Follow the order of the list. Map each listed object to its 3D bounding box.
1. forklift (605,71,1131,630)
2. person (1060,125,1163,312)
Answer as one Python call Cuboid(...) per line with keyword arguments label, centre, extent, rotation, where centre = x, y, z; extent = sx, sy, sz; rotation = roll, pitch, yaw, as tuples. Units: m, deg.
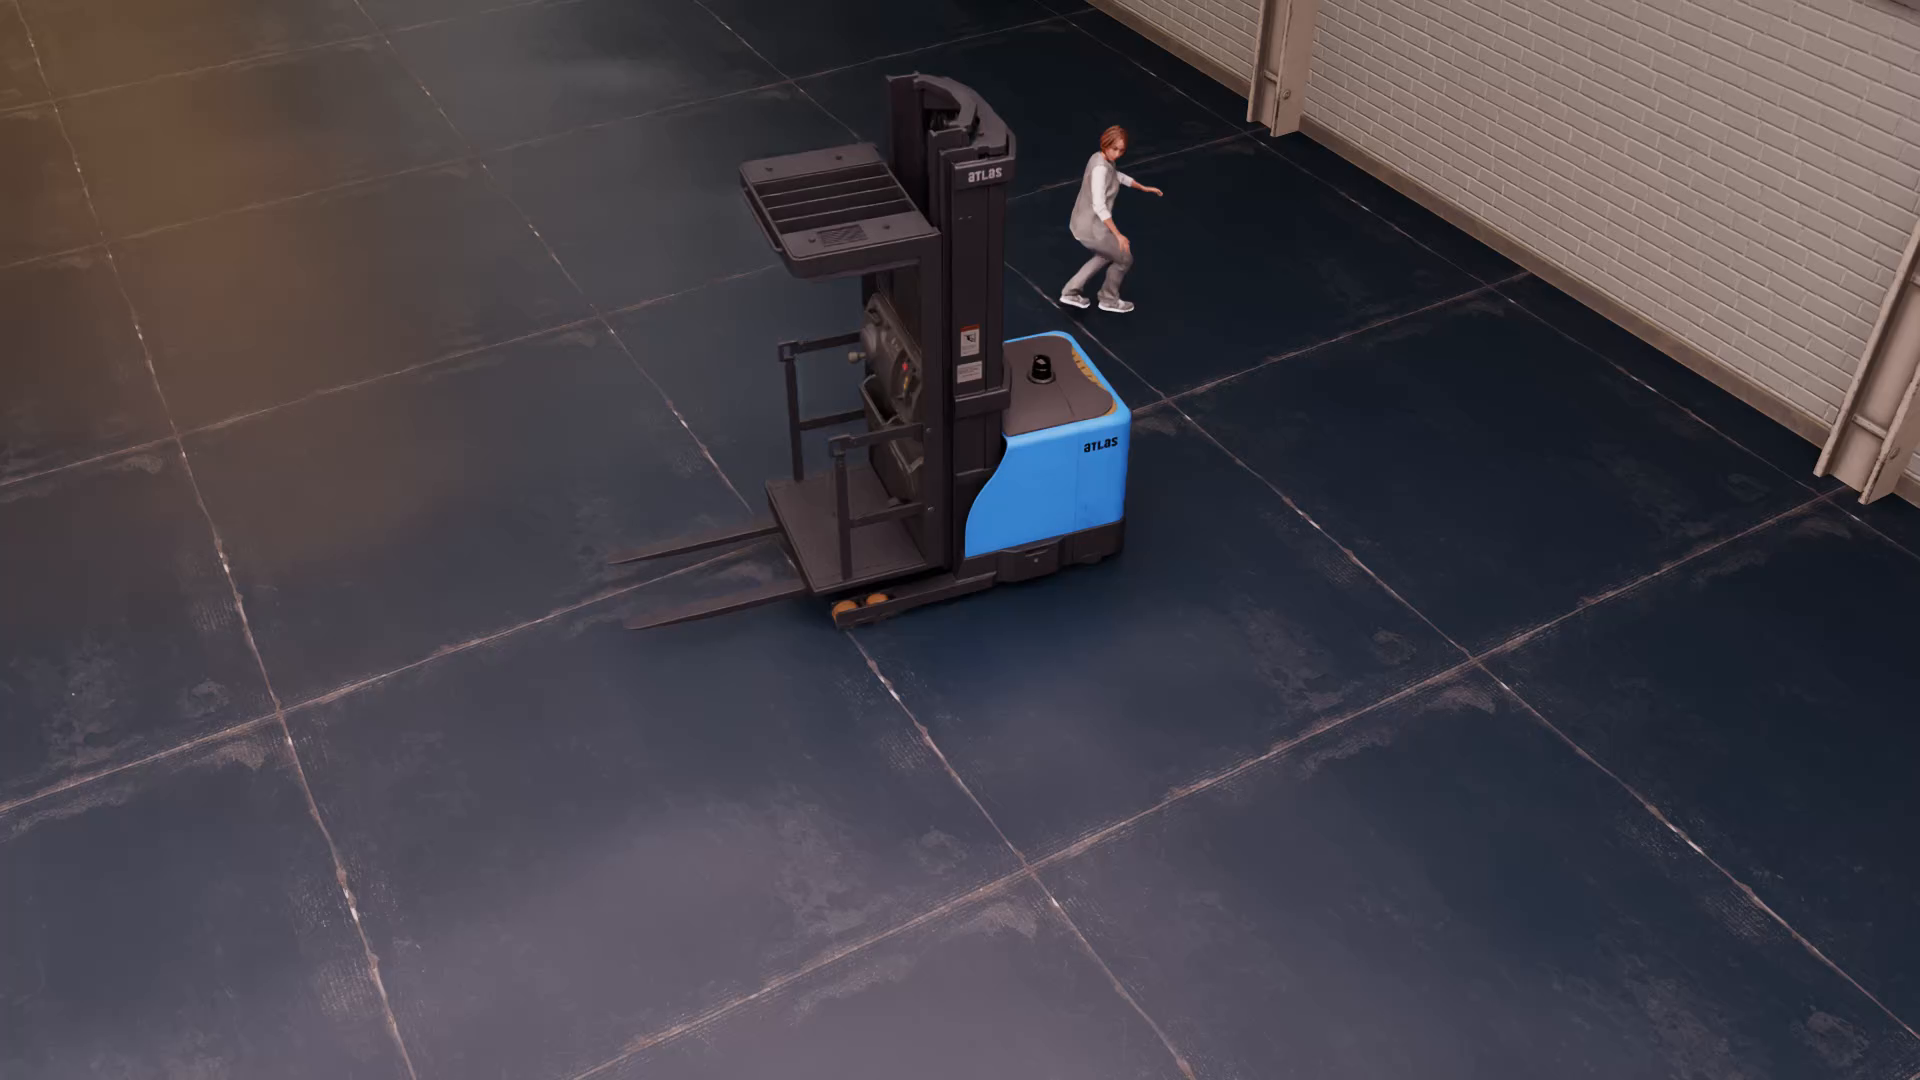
Cuboid(label="forklift", centre=(-0.571, -0.990, 9.230), extent=(3.031, 2.935, 1.130), rotation=(-13, 42, -16))
Cuboid(label="person", centre=(1.112, -2.229, 11.871), extent=(0.758, 1.482, 0.738), rotation=(-6, 40, -7))
